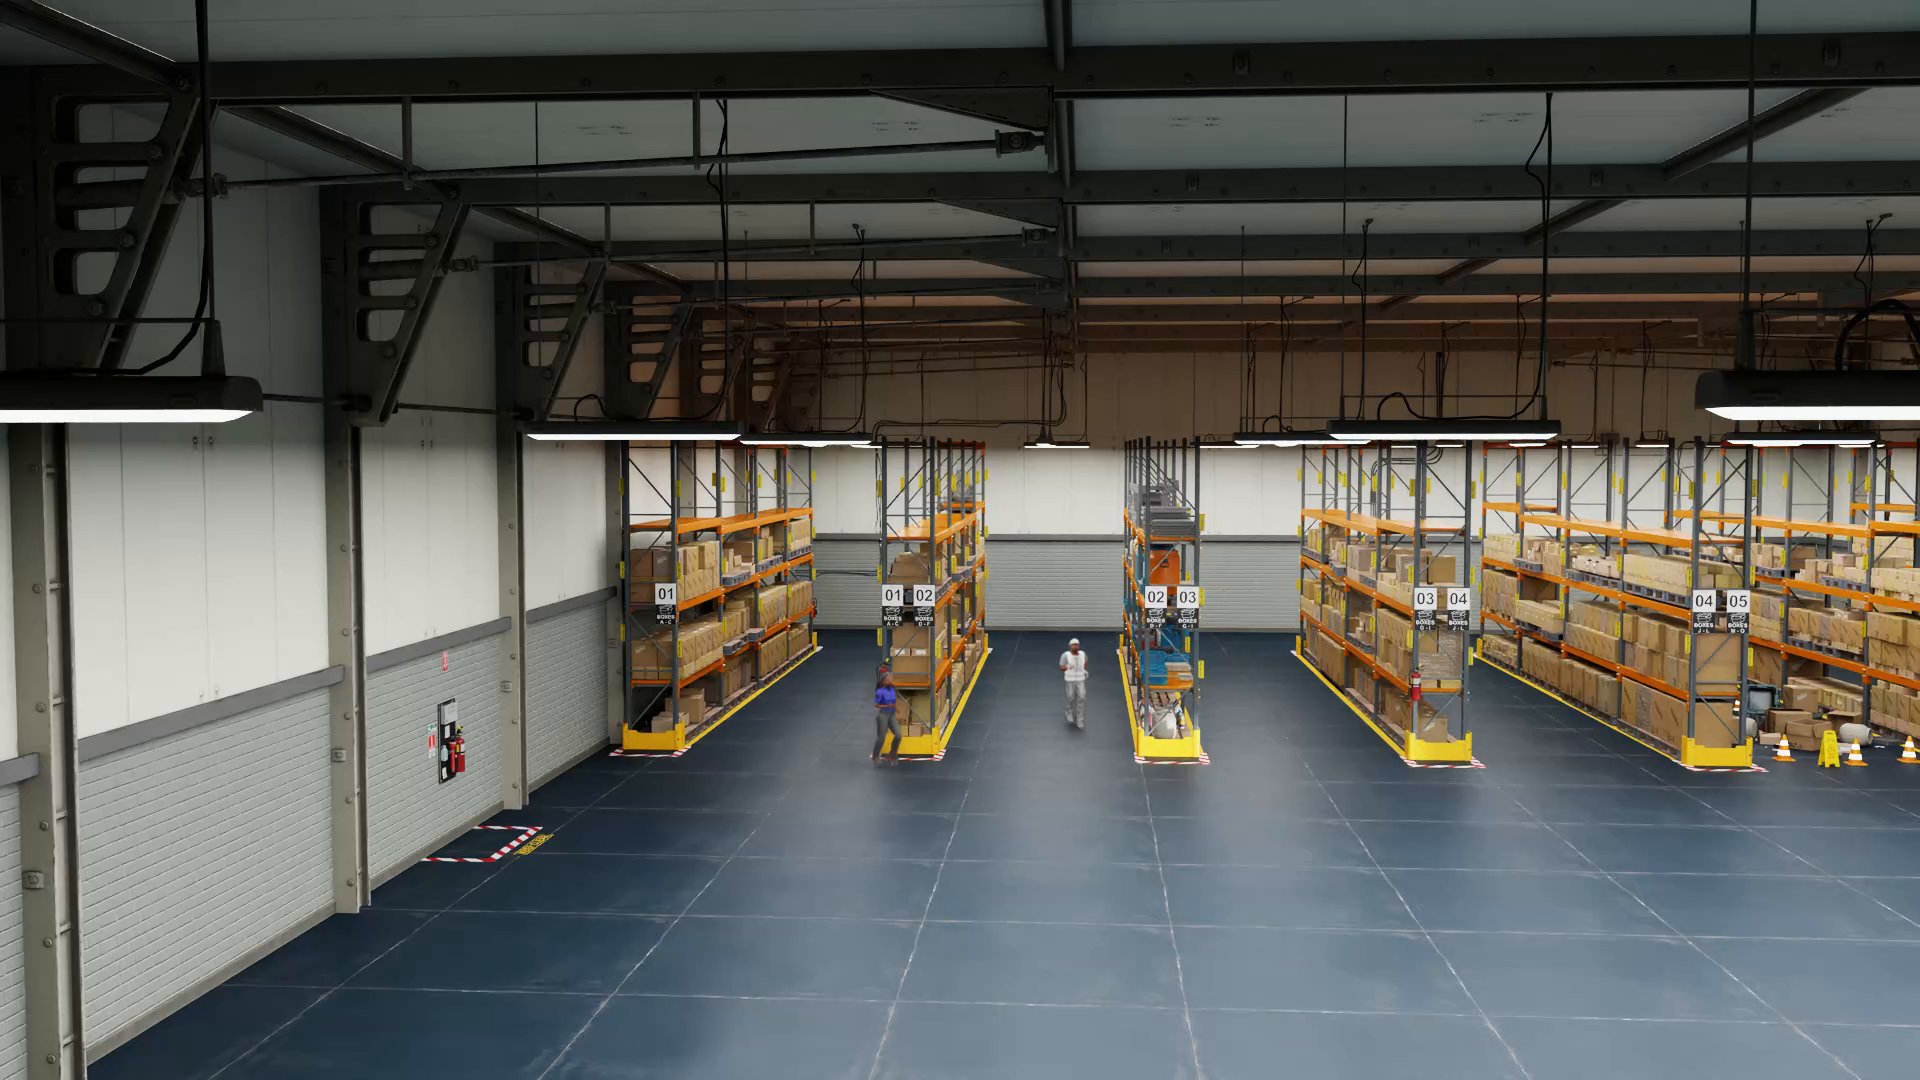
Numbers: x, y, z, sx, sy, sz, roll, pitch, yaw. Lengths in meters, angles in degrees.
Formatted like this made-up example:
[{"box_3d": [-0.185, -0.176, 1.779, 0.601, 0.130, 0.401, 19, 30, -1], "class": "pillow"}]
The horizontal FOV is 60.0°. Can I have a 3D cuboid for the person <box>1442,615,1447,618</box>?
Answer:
[{"box_3d": [13.118, 2.482, 44.071, 0.730, 1.804, 0.958, 1, 3, 11], "class": "person"}]

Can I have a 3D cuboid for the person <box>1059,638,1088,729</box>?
[{"box_3d": [2.386, 2.966, 34.641, 0.657, 1.835, 0.763, 0, 3, -6], "class": "person"}]

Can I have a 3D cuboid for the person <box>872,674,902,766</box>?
[{"box_3d": [-1.322, 3.295, 30.236, 0.580, 1.727, 0.653, -3, 4, -43], "class": "person"}]

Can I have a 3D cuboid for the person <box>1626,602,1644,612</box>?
[{"box_3d": [19.115, 2.329, 47.383, 0.759, 1.757, 0.652, 0, 3, 7], "class": "person"}]
